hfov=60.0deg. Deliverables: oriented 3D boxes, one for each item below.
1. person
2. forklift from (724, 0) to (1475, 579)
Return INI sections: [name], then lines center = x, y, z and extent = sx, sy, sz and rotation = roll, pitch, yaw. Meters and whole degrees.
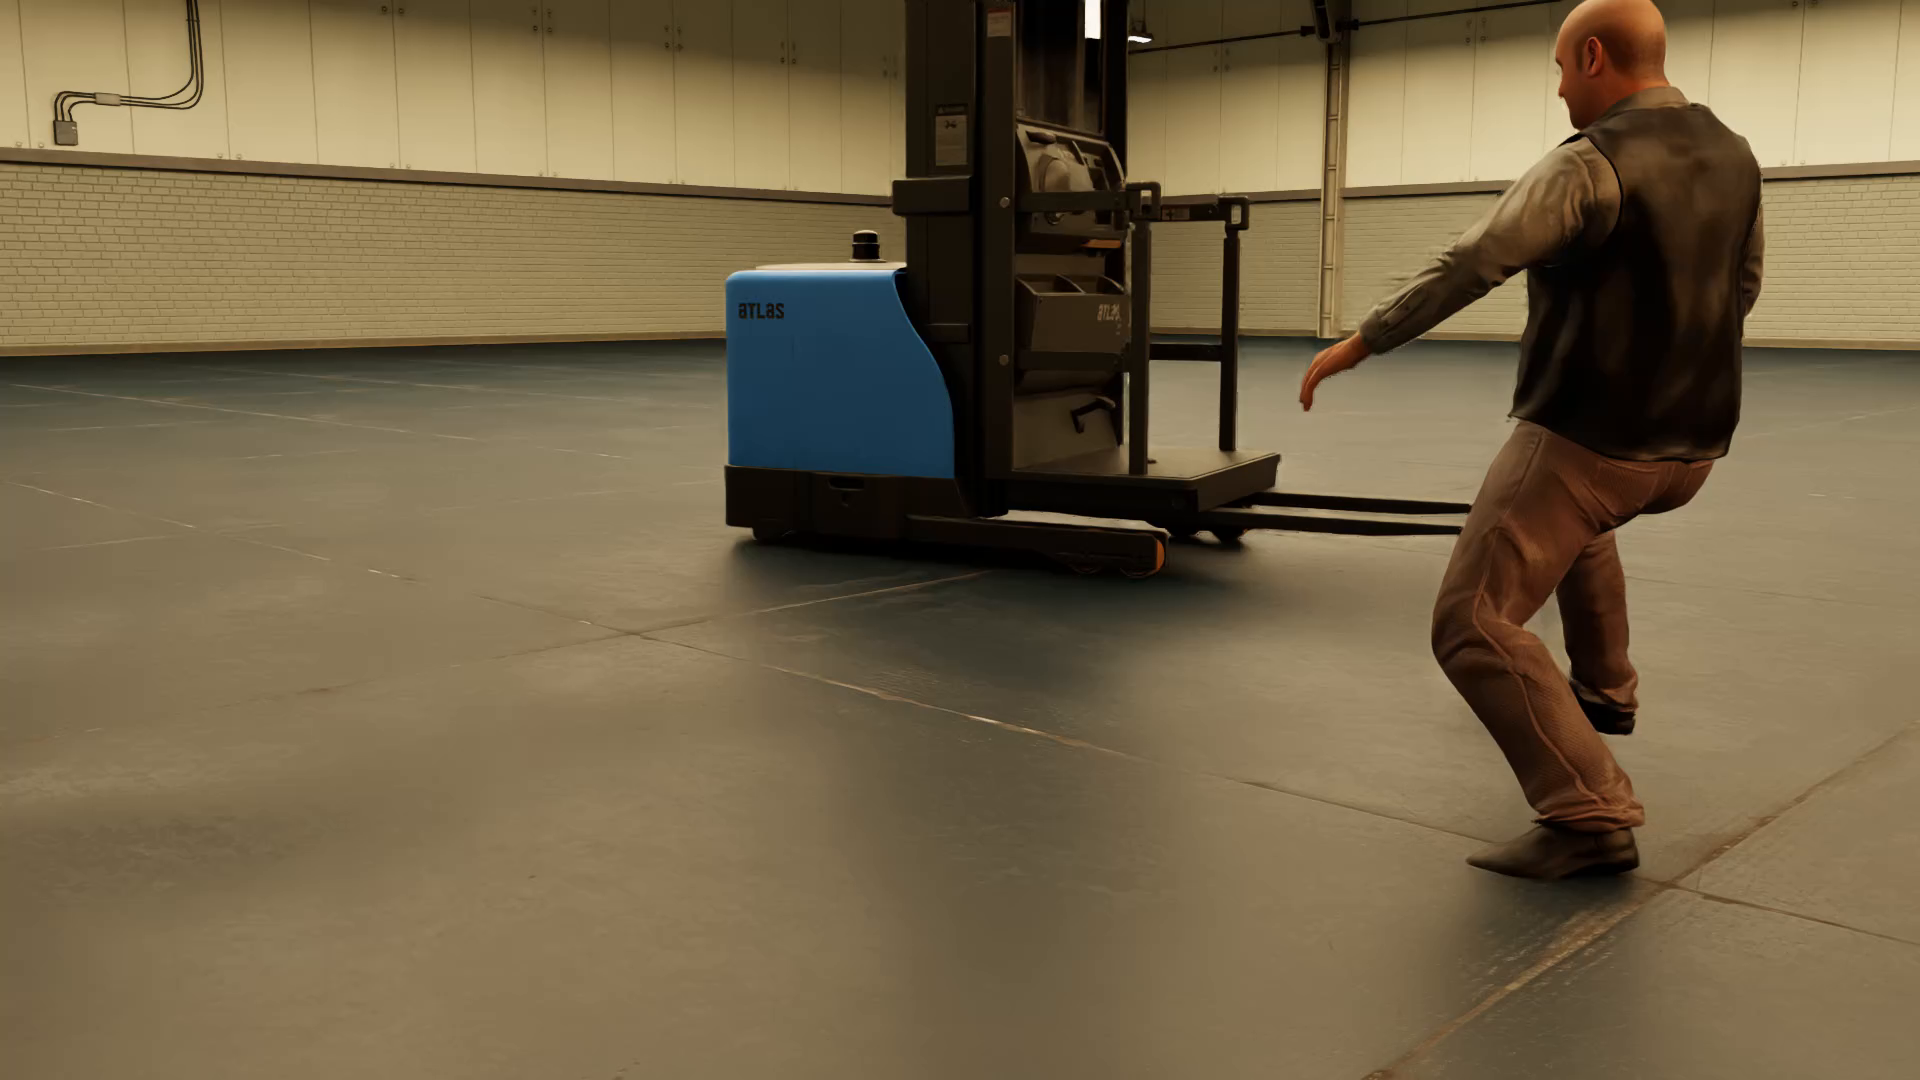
[person]
center = 1.171, -0.241, 3.233
extent = 0.969, 1.583, 0.840
rotation = -5, 10, -30
[forklift]
center = 0.610, -1.404, 6.195
extent = 3.031, 2.935, 1.130
rotation = 4, 10, 27
